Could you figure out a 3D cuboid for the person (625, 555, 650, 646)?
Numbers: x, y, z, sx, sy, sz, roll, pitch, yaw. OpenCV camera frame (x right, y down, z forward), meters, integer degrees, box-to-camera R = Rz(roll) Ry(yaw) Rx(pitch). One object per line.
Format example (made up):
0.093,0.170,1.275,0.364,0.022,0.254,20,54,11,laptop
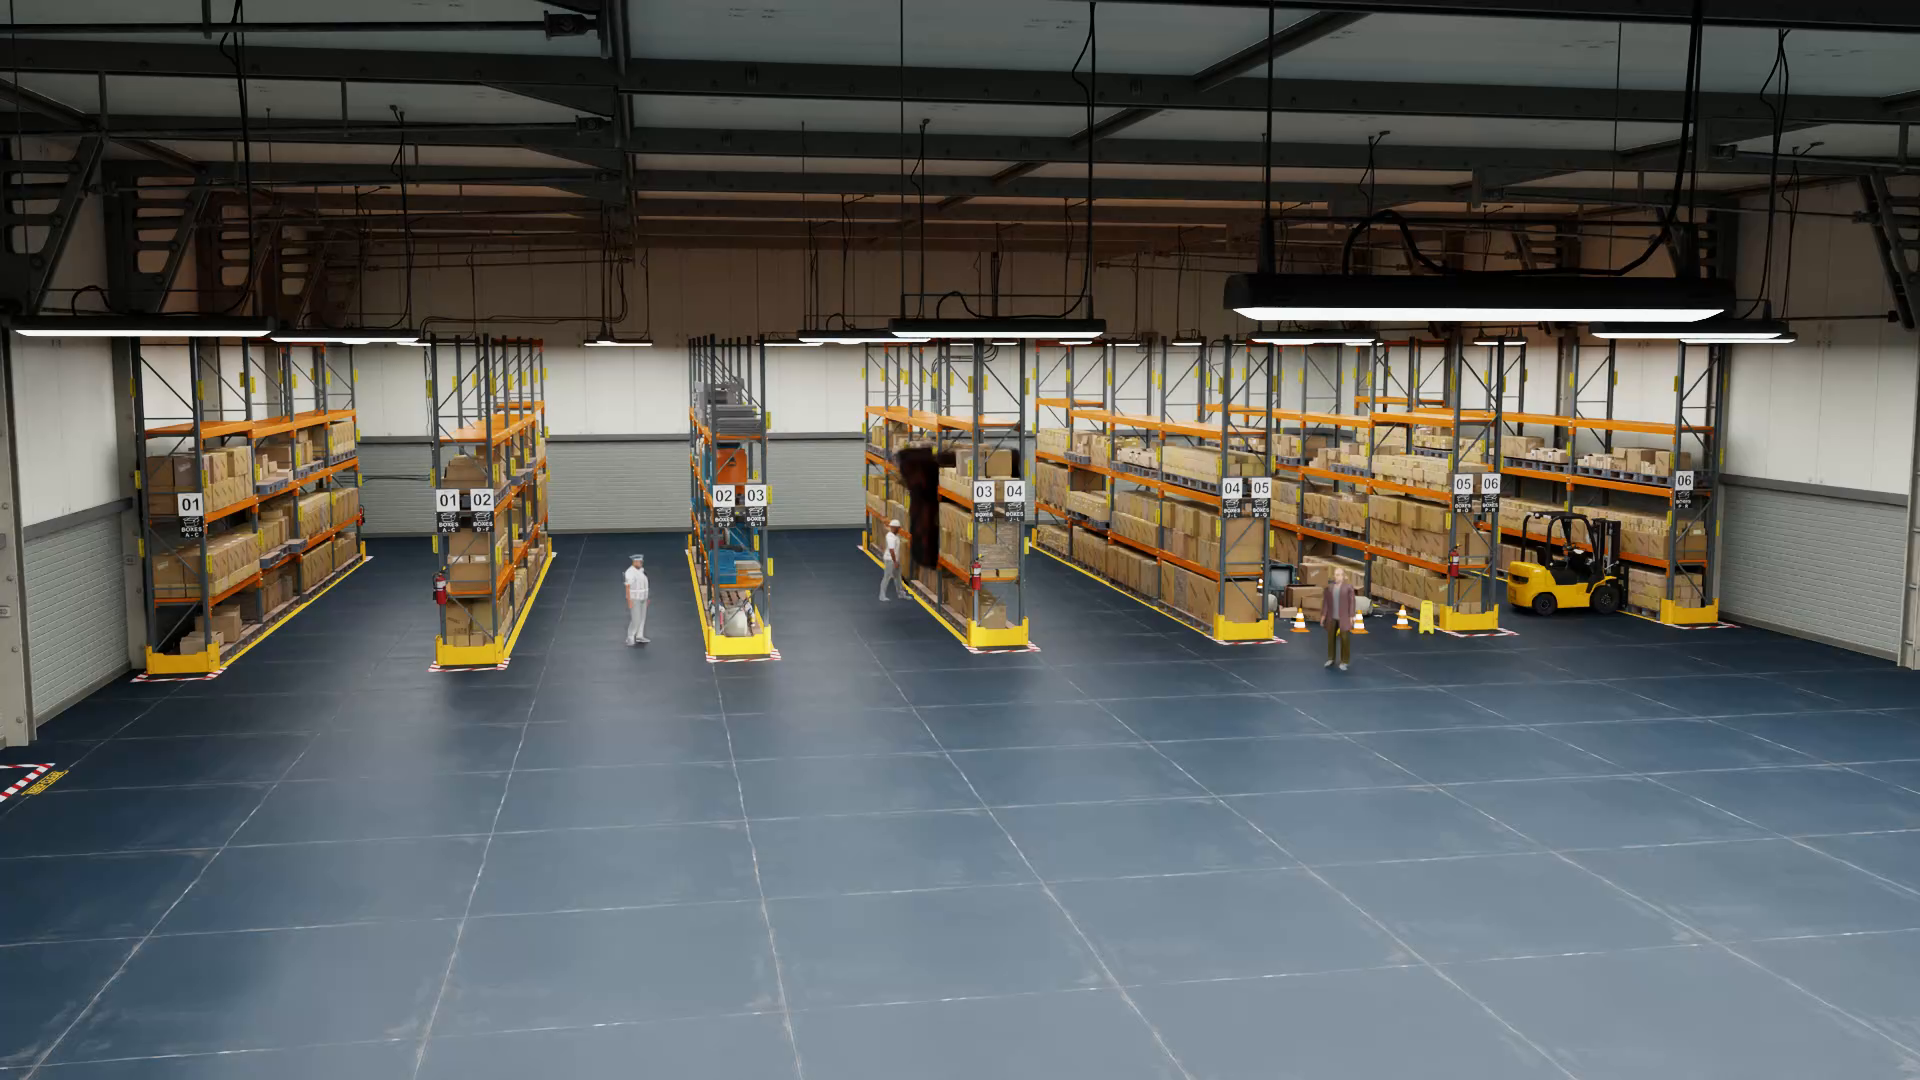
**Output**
-6.294,1.170,32.461,0.401,1.794,0.589,3,7,28,person

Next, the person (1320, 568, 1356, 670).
6.776,1.416,29.942,0.621,1.802,0.413,4,8,33,person

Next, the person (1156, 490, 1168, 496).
6.297,-1.022,51.592,0.536,1.656,0.455,-3,7,-25,person

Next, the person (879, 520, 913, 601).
-1.410,0.436,35.923,0.625,1.771,0.706,2,7,13,person
